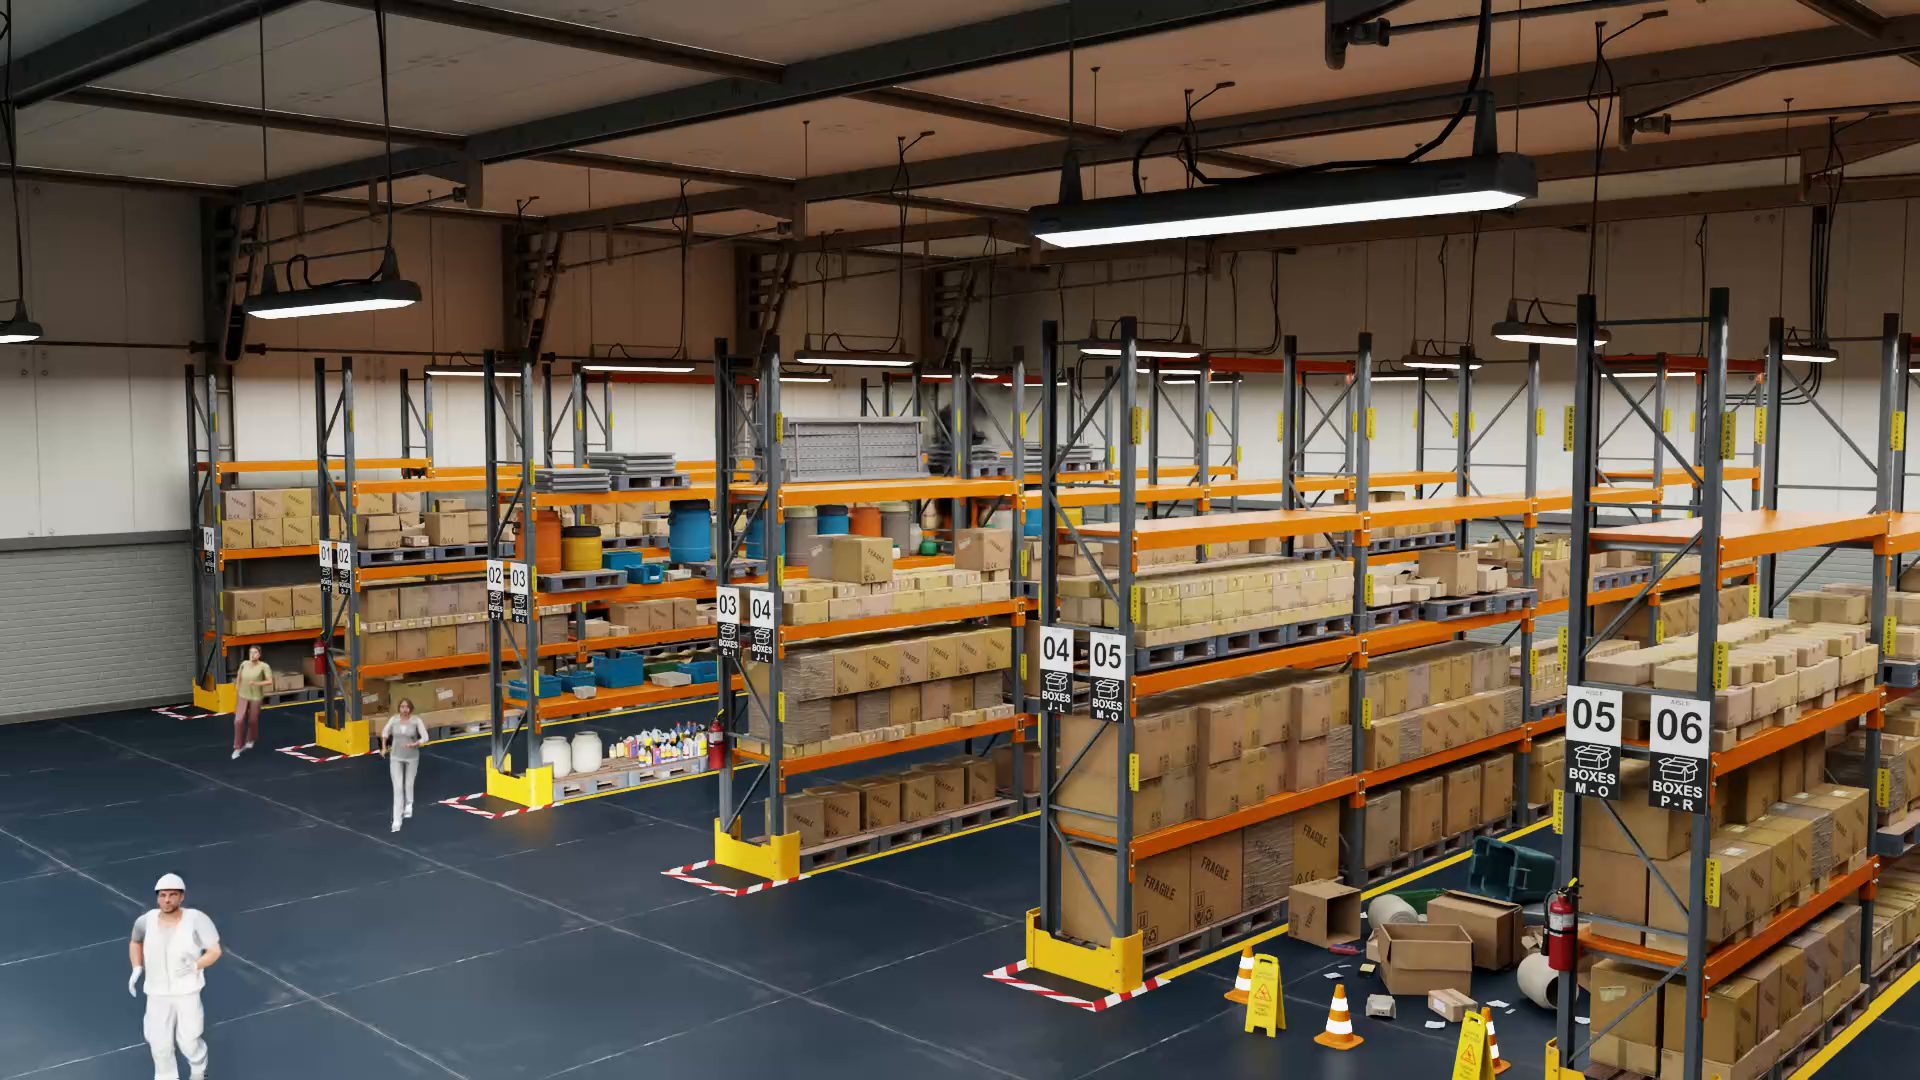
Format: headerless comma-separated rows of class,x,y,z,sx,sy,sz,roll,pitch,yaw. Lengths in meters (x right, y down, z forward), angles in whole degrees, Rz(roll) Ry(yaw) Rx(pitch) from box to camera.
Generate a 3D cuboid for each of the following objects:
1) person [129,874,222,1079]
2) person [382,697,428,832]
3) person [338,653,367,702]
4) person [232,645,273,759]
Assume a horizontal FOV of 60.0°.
person,-5.761,3.328,12.198,0.651,1.796,0.861,-1,5,-14
person,-6.939,2.761,20.810,0.557,1.606,0.806,-1,5,-17
person,-9.911,2.208,27.451,0.702,1.721,0.589,3,5,35
person,-10.674,2.427,25.202,0.581,1.720,0.742,-1,4,-7
